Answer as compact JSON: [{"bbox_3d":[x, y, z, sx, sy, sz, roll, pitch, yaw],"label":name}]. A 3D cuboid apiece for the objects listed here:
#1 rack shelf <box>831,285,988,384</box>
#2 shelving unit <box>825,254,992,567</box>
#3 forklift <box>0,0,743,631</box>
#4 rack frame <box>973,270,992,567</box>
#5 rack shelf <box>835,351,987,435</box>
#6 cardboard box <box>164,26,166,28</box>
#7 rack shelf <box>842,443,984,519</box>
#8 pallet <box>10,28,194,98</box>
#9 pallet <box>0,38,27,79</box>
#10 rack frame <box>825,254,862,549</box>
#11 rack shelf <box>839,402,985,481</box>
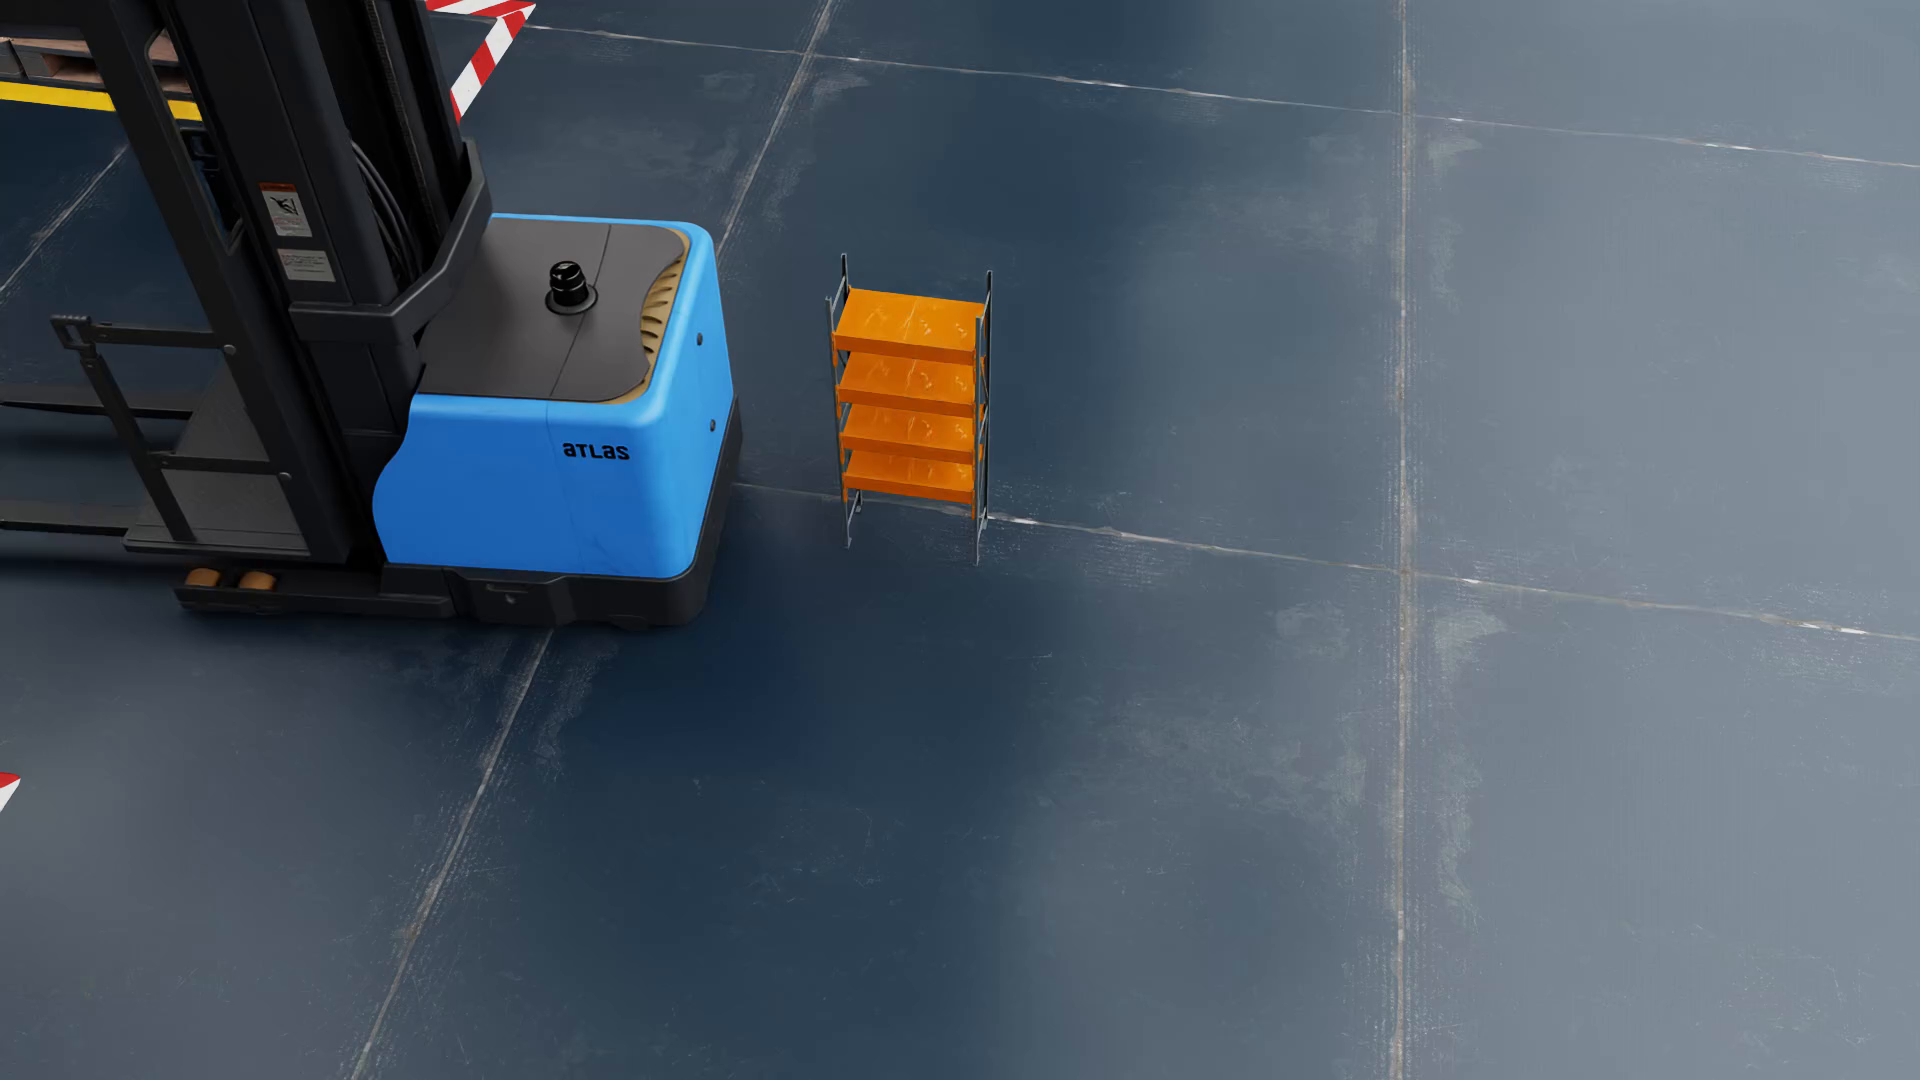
[{"bbox_3d":[-0.163,-0.686,5.531,0.480,0.148,0.258,8,49,7],"label":"rack shelf"},{"bbox_3d":[-0.163,-0.423,5.823,0.503,1.200,0.258,8,49,7],"label":"shelving unit"},{"bbox_3d":[-2.392,-1.099,5.267,3.031,2.935,1.130,3,48,3],"label":"forklift"},{"bbox_3d":[0.077,-0.391,5.794,0.015,1.200,0.240,8,49,7],"label":"rack frame"},{"bbox_3d":[-0.163,-0.527,5.707,0.480,0.148,0.258,8,49,7],"label":"rack shelf"},{"bbox_3d":[-3.741,-2.845,8.188,0.500,0.500,0.500,16,50,14],"label":"cardboard box"},{"bbox_3d":[-0.163,-0.245,6.021,0.480,0.148,0.258,8,49,7],"label":"rack shelf"},{"bbox_3d":[-3.998,-2.656,8.495,1.213,0.211,1.003,8,49,7],"label":"pallet"},{"bbox_3d":[-5.195,-2.820,8.642,1.213,0.211,1.003,8,49,7],"label":"pallet"},{"bbox_3d":[-0.403,-0.455,5.852,0.015,1.200,0.240,8,49,7],"label":"rack frame"},{"bbox_3d":[-0.163,-0.378,5.873,0.480,0.148,0.258,8,49,7],"label":"rack shelf"}]
